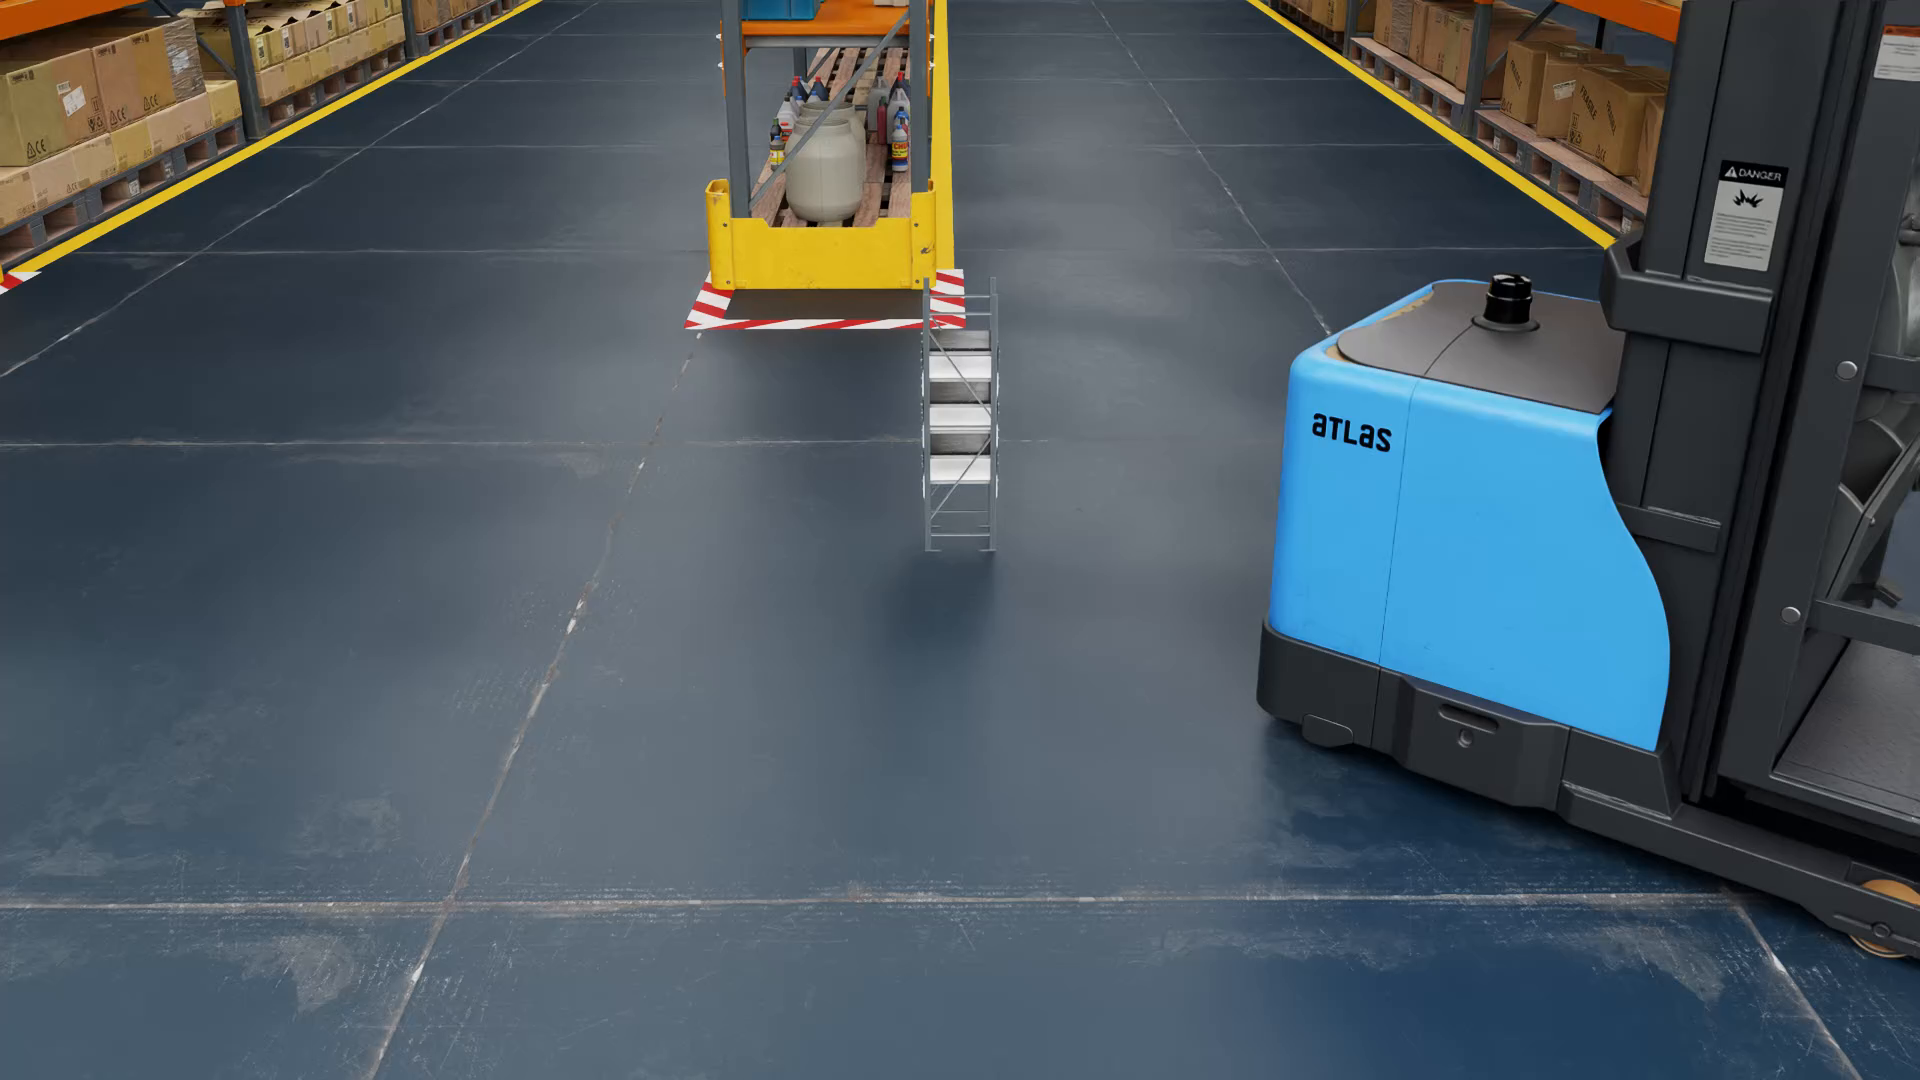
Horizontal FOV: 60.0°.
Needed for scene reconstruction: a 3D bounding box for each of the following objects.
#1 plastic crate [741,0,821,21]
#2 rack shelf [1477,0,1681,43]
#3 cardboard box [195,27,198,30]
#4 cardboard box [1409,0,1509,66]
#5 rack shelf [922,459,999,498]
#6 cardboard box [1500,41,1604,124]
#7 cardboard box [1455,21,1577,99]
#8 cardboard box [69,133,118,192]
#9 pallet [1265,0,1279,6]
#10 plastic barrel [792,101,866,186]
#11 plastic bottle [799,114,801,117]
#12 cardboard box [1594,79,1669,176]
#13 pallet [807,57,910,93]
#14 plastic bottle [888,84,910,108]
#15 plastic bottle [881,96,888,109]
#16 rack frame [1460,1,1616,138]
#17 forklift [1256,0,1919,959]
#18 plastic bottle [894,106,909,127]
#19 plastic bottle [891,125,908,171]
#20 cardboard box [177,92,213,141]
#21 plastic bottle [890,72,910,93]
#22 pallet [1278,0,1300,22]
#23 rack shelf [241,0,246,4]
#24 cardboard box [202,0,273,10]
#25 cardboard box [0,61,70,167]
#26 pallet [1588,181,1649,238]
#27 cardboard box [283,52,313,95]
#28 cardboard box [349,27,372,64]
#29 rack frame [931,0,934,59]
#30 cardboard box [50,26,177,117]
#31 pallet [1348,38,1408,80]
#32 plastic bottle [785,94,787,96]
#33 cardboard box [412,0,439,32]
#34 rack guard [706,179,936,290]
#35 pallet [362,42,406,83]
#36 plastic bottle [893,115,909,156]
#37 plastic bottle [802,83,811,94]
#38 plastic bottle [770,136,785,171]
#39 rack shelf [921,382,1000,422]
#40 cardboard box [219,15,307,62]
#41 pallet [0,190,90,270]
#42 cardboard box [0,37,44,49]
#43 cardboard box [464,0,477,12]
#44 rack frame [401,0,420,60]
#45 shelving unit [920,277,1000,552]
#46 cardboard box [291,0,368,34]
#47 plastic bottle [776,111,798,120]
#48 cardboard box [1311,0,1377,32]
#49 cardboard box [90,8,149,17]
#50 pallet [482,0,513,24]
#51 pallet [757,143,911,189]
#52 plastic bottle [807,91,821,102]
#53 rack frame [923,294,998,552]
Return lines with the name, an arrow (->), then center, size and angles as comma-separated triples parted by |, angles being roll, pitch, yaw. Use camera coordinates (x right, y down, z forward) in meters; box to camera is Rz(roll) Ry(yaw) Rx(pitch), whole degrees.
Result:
plastic crate -> -0.969, -2.843, 8.577 | 0.499, 0.251, 0.616 | 0, 24, -1
rack shelf -> 4.267, -3.225, 10.112 | 1.077, 0.370, 4.000 | 0, 24, -1
cardboard box -> -5.952, -3.693, 12.422 | 0.500, 0.311, 0.500 | 0, 24, -1
cardboard box -> 4.261, -4.348, 14.223 | 0.700, 0.500, 0.500 | 2, 24, 4
rack shelf -> 0.000, -0.219, 5.660 | 0.258, 0.077, 0.200 | 0, 24, -1
cardboard box -> 4.209, -3.264, 11.850 | 0.500, 0.500, 0.500 | -1, 24, -2
cardboard box -> 4.260, -3.691, 12.771 | 0.700, 0.500, 0.500 | -2, 24, -5
cardboard box -> -5.415, -2.258, 9.929 | 0.500, 0.250, 0.500 | 0, 24, -1
pallet -> 4.228, -6.716, 20.343 | 1.003, 0.211, 1.213 | 0, 24, -1
plastic barrel -> -0.753, -2.241, 9.575 | 0.421, 0.512, 0.421 | 0, 24, 0
plastic bottle -> -0.991, -2.528, 10.462 | 0.061, 0.283, 0.133 | 0, 24, -1
cardboard box -> 4.270, -2.542, 10.255 | 0.500, 0.500, 0.500 | 2, 24, 4
pallet -> -0.771, -3.911, 14.141 | 1.003, 0.211, 1.213 | 0, 24, -1
plastic bottle -> -0.407, -2.871, 11.139 | 0.144, 0.351, 0.185 | 0, 24, -1
plastic bottle -> -0.509, -2.830, 11.129 | 0.061, 0.283, 0.133 | 0, 24, -1
rack frame -> 4.245, -4.376, 11.786 | 1.000, 3.000, 0.127 | 0, 24, -1
forklift -> 2.297, -0.608, 3.537 | 3.031, 2.935, 1.130 | 18, 30, 34
plastic bottle -> -0.379, -2.678, 10.807 | 0.097, 0.271, 0.097 | 0, 24, 0
plastic bottle -> -0.372, -2.412, 10.219 | 0.097, 0.271, 0.097 | 0, 24, 0
cardboard box -> -5.442, -2.876, 11.295 | 0.500, 0.250, 0.500 | 0, 24, -1
plastic bottle -> -0.412, -3.084, 11.609 | 0.144, 0.351, 0.185 | -1, 24, -2
pallet -> 4.242, -6.085, 18.948 | 1.003, 0.211, 1.213 | 0, 24, -1
rack shelf -> -5.683, -4.830, 13.662 | 1.077, 0.370, 4.000 | 0, 24, -1
cardboard box -> -5.969, -4.320, 13.809 | 0.500, 0.311, 0.500 | -1, 24, -1
cardboard box -> -5.408, -2.393, 9.319 | 0.500, 0.500, 0.500 | 0, 24, -1
pallet -> 4.314, -1.824, 9.526 | 1.003, 0.211, 1.213 | 0, 24, -1
cardboard box -> -5.422, -3.650, 13.007 | 0.500, 0.250, 0.500 | 0, 24, 1
cardboard box -> -5.443, -4.285, 14.411 | 0.500, 0.250, 0.500 | 0, 24, 1
rack frame -> -0.751, -6.002, 15.382 | 1.000, 3.000, 0.127 | 0, 24, -1
cardboard box -> -5.434, -3.011, 10.685 | 0.500, 0.500, 0.500 | 0, 24, -1
pallet -> 4.208, -4.432, 15.293 | 1.003, 0.211, 1.213 | 0, 24, -1
plastic bottle -> -1.152, -2.836, 11.144 | 0.061, 0.283, 0.133 | 1, 24, 2
cardboard box -> -5.424, -5.232, 16.178 | 0.500, 0.500, 0.500 | 1, 24, 2
rack guard -> -0.712, -1.598, 8.677 | 1.175, 0.500, 0.348 | 0, 24, -1
pallet -> -5.734, -4.372, 15.160 | 1.003, 0.211, 1.213 | 0, 24, -1
plastic bottle -> -0.376, -2.553, 10.532 | 0.097, 0.271, 0.097 | 0, 24, 0
plastic bottle -> -1.112, -3.047, 11.619 | 0.152, 0.276, 0.135 | 1, 24, 1
plastic bottle -> -1.122, -2.386, 10.248 | 0.097, 0.201, 0.097 | 0, 24, 0
rack shelf -> 0.000, -0.465, 5.549 | 0.258, 0.077, 0.200 | 0, 24, -1
cardboard box -> -5.416, -3.905, 12.891 | 0.500, 0.311, 0.500 | -1, 24, -1
pallet -> -5.667, -1.730, 9.318 | 1.003, 0.211, 1.213 | 0, 24, -1
cardboard box -> -5.950, -2.803, 10.225 | 0.500, 0.500, 0.500 | 0, 24, -1
cardboard box -> -5.446, -5.869, 17.587 | 0.500, 0.500, 0.500 | -1, 24, -2
rack frame -> -5.704, -5.982, 15.336 | 1.000, 3.000, 0.127 | 0, 24, -1
shelving unit -> 0.000, -0.413, 5.572 | 0.258, 0.900, 0.210 | 0, 24, -1
cardboard box -> -5.438, -4.539, 14.292 | 0.500, 0.311, 0.500 | 0, 24, -1
plastic bottle -> -1.099, -2.581, 10.589 | 0.152, 0.276, 0.135 | -1, 24, -2
cardboard box -> 4.215, -5.532, 16.411 | 1.225, 0.875, 0.875 | -1, 24, -3
cardboard box -> -5.969, -3.421, 11.591 | 0.500, 0.500, 0.500 | 0, 24, -1
pallet -> -5.701, -6.024, 18.814 | 1.003, 0.211, 1.213 | 0, 24, -1
pallet -> -0.726, -2.303, 10.585 | 1.003, 0.211, 1.213 | 0, 24, -1
plastic bottle -> -0.991, -2.918, 11.338 | 0.097, 0.271, 0.097 | 0, 24, 0
rack frame -> 0.001, -0.371, 5.479 | 0.240, 0.900, 0.006 | 0, 24, -1
